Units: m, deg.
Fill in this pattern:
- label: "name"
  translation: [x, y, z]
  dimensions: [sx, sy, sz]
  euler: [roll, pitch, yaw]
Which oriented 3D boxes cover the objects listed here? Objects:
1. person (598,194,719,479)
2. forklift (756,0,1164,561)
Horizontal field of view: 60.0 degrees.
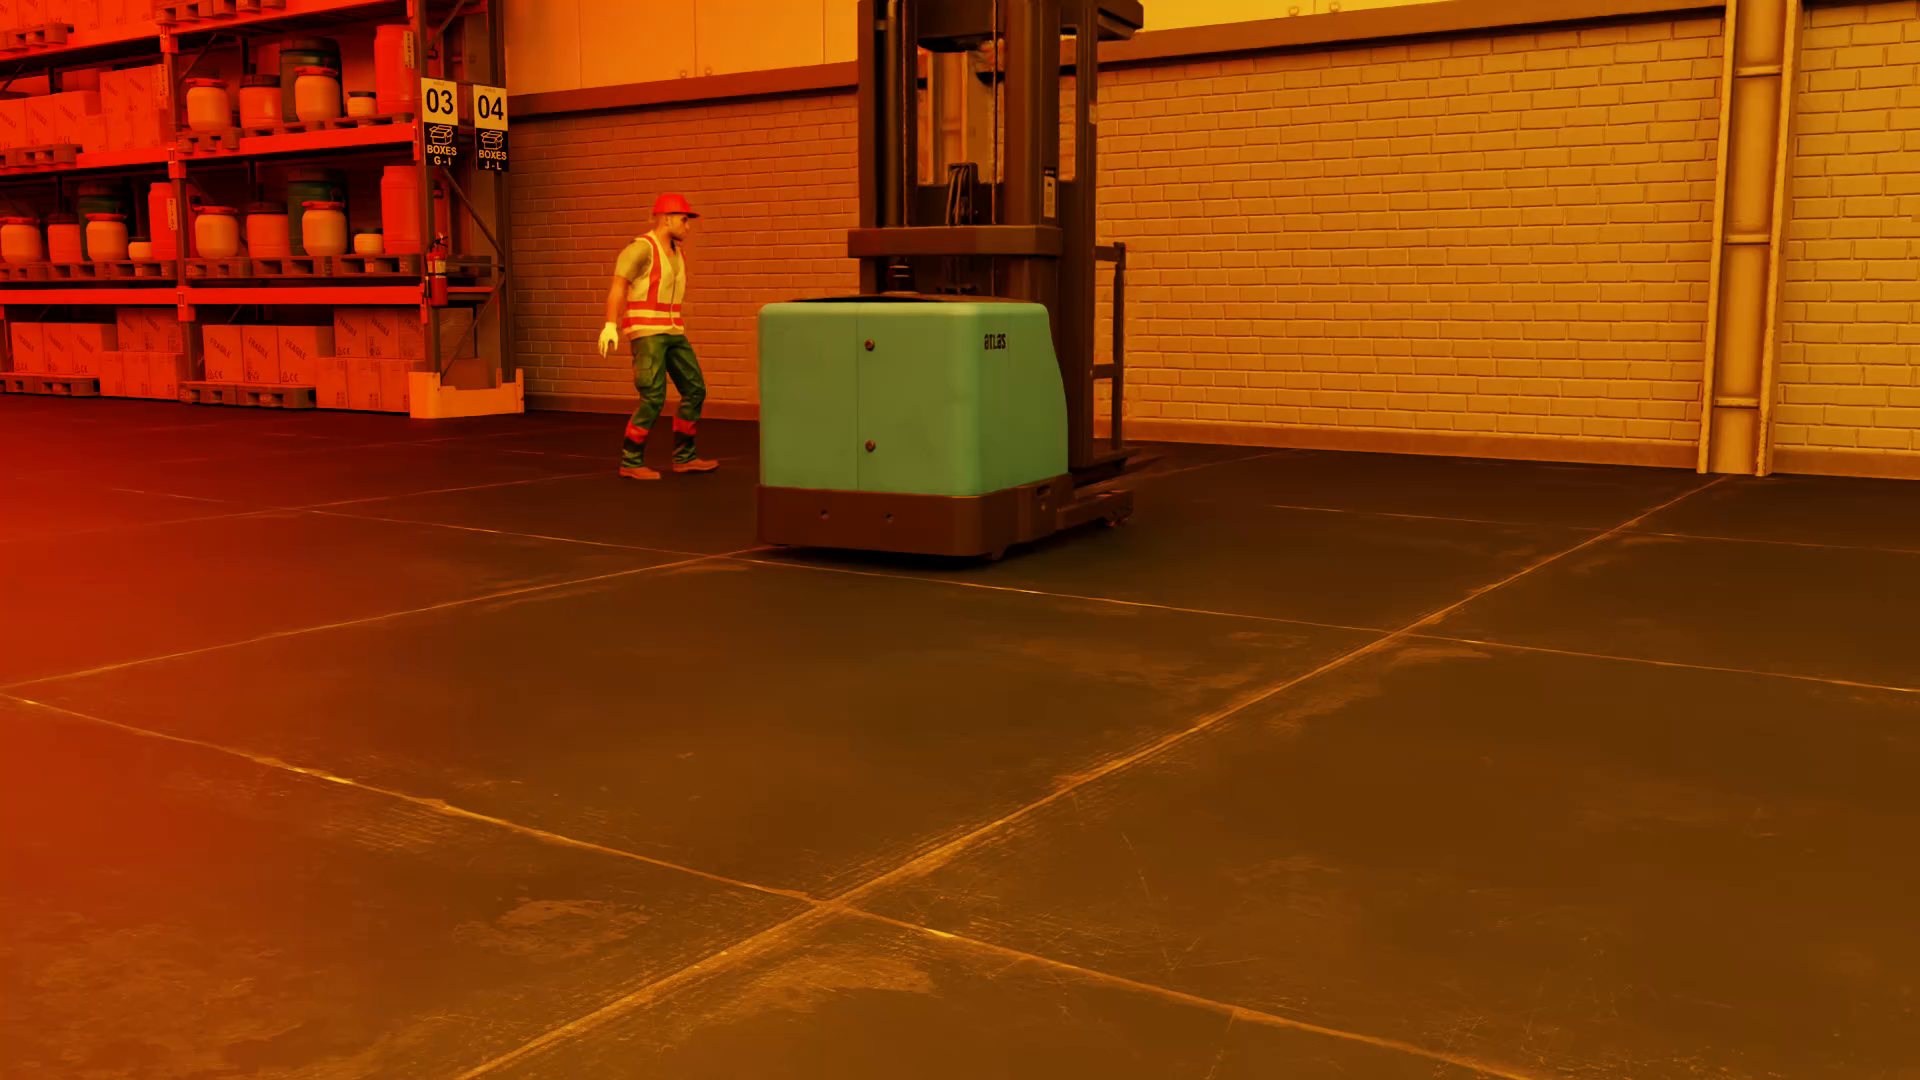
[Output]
- label: "person"
  translation: [-1.851, -1.253, 10.286]
  dimensions: [0.455, 1.747, 0.880]
  euler: [4, 9, 26]
- label: "forklift"
  translation: [0.211, -1.533, 7.975]
  dimensions: [1.130, 2.935, 3.031]
  euler: [4, 9, 24]
